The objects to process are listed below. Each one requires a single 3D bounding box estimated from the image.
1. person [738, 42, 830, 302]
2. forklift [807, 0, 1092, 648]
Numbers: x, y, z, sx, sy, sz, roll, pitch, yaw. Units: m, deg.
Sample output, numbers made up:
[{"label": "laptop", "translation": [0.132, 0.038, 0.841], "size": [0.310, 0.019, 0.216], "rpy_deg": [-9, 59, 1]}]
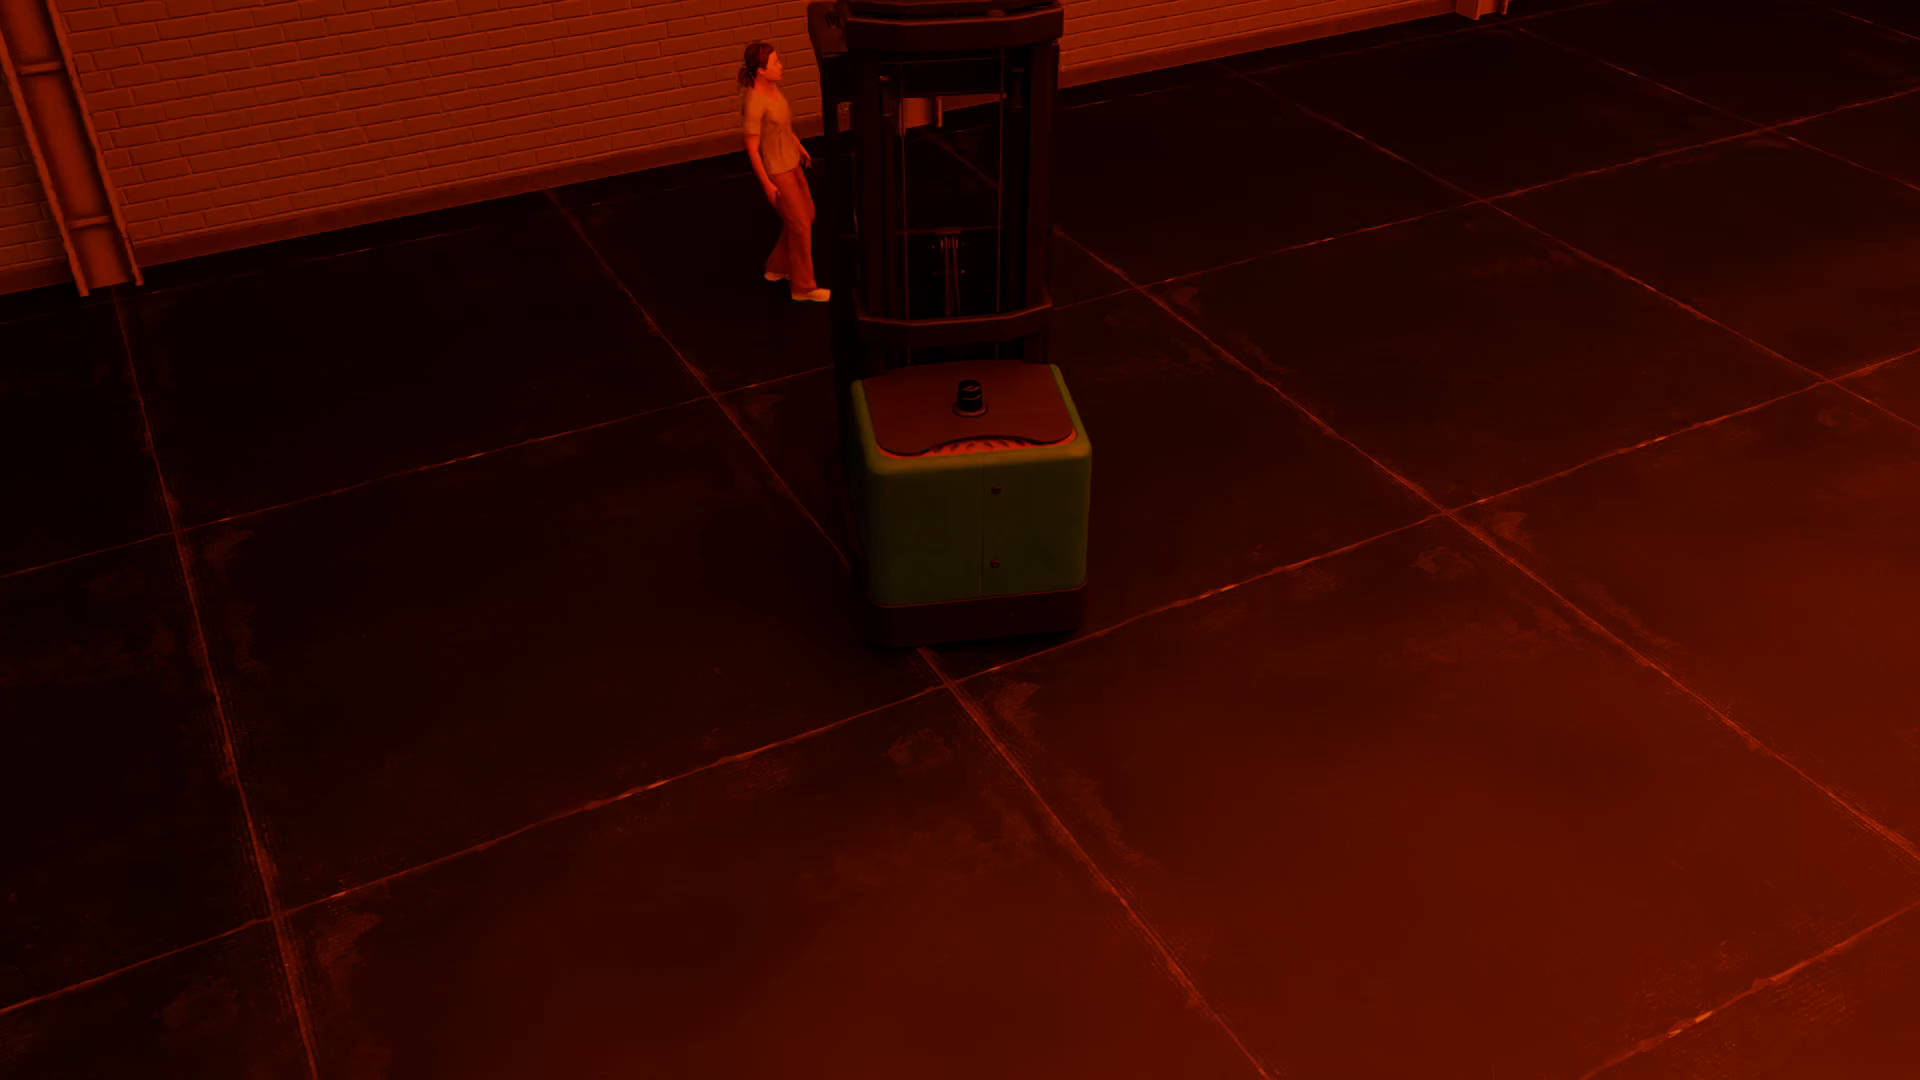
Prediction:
[{"label": "person", "translation": [-1.077, -2.334, 10.560], "size": [0.622, 1.635, 0.622], "rpy_deg": [8, 36, 11]}, {"label": "forklift", "translation": [-0.133, -1.533, 8.291], "size": [1.130, 2.935, 3.031], "rpy_deg": [-5, 36, -7]}]
